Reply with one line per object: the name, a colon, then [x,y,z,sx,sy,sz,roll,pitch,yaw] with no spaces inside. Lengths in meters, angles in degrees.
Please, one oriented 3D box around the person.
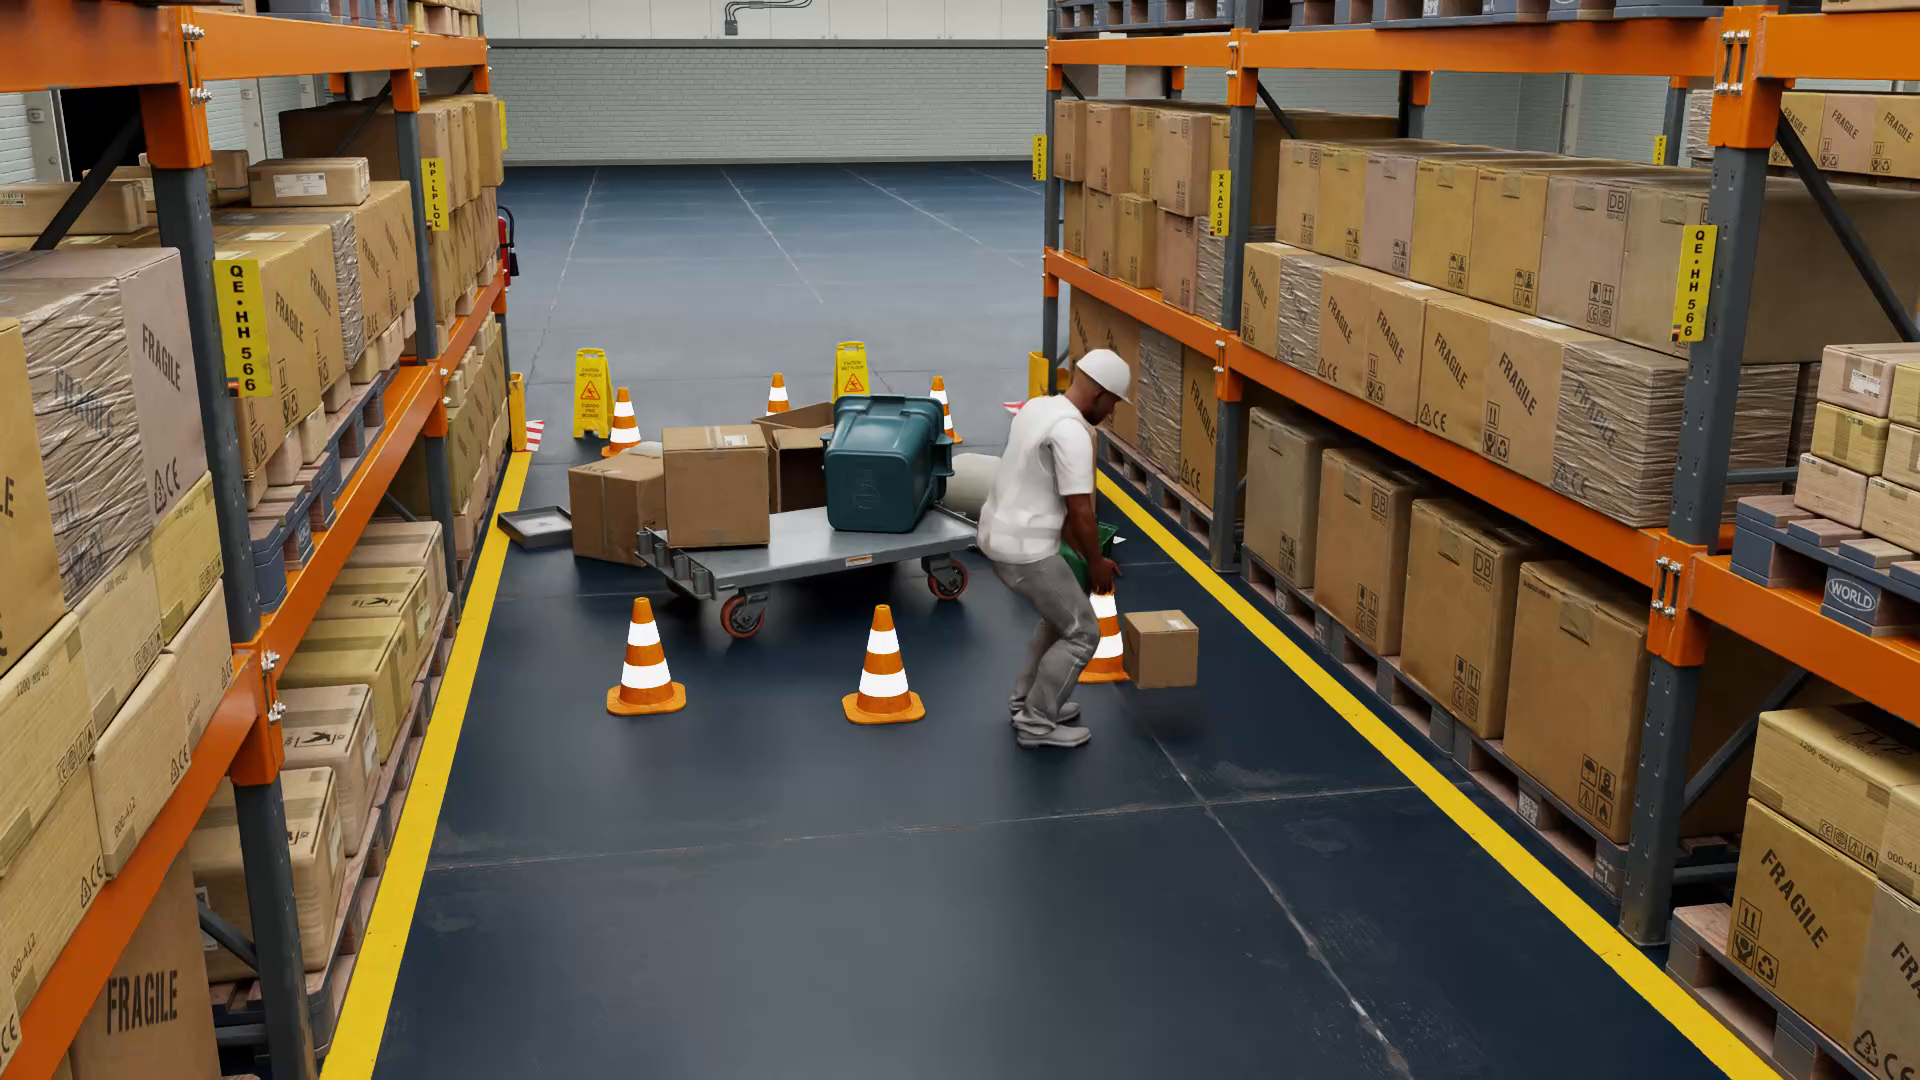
person: [0.384,0.023,6.741,0.622,1.586,0.620,-3,16,-10]
